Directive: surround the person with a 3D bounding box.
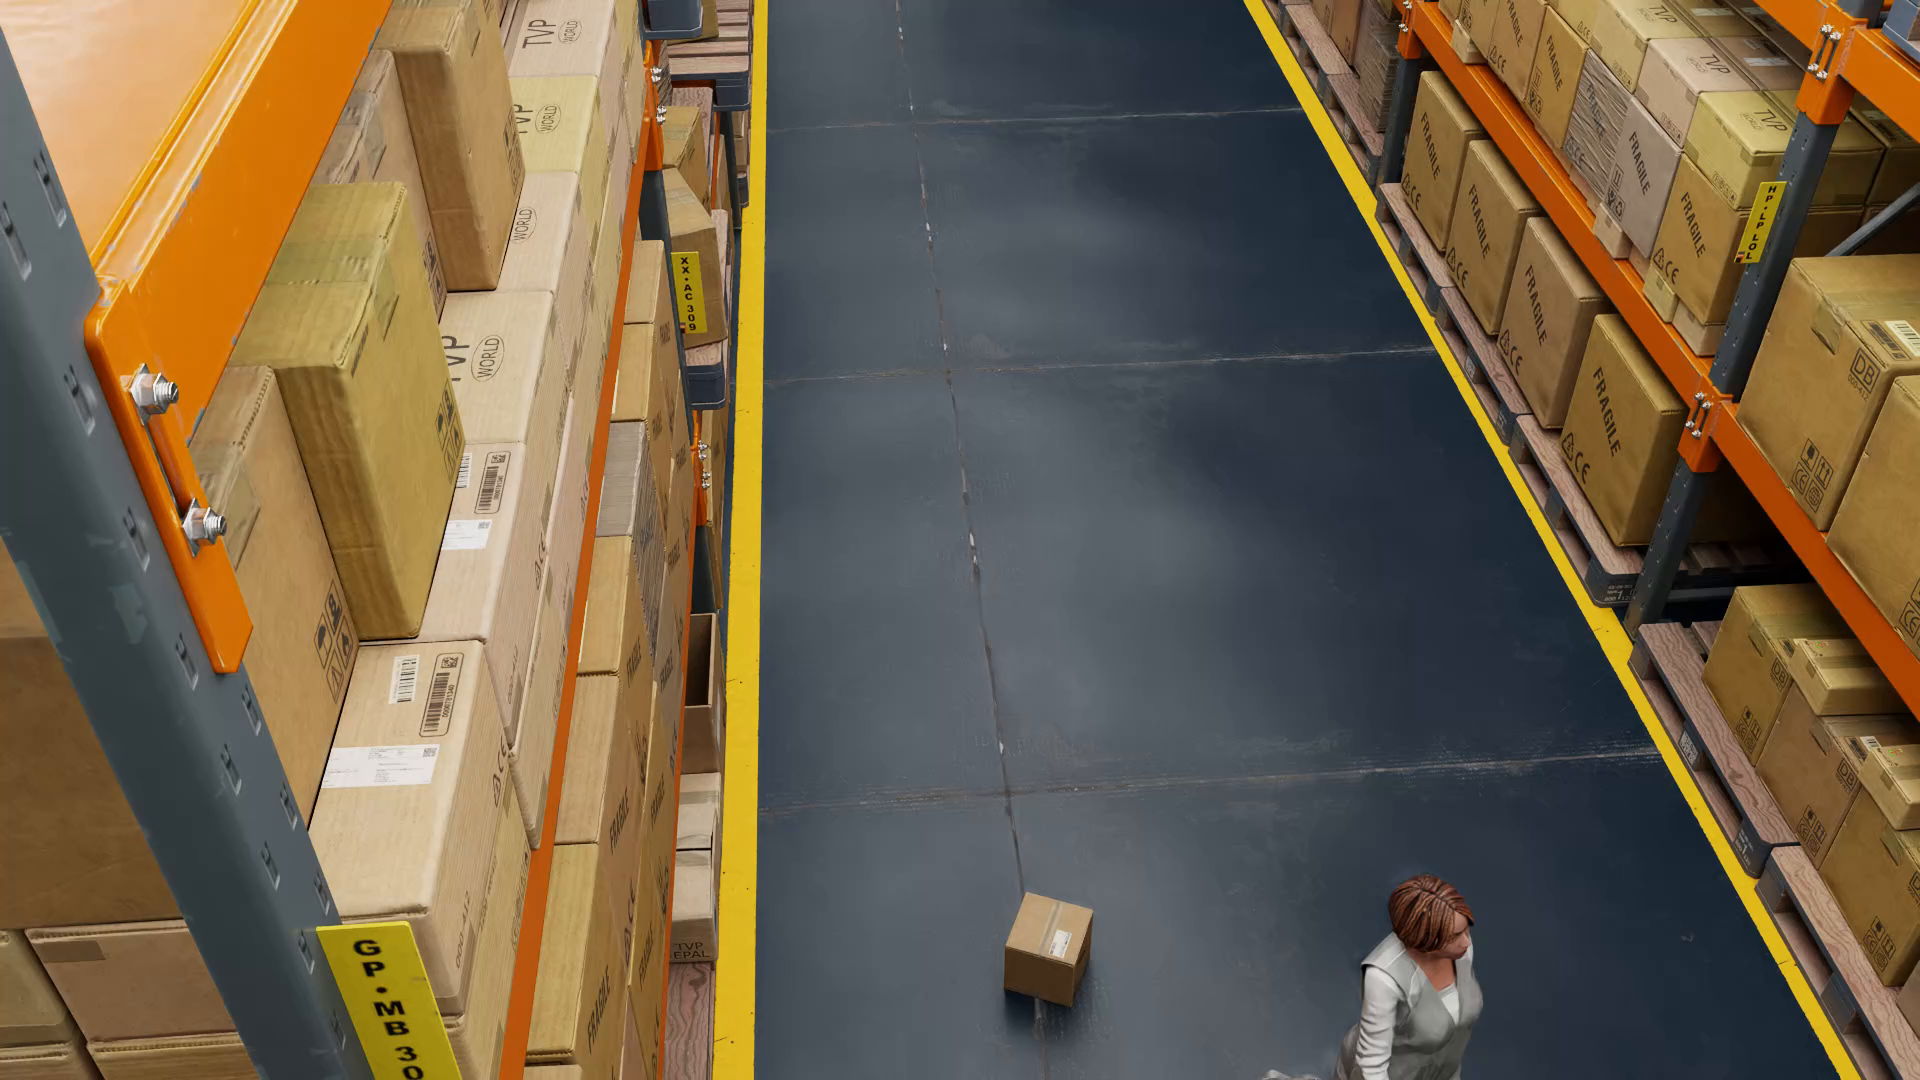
[{"bbox_3d":[1.257,1.521,4.741,0.410,1.539,0.939,-21,44,-23],"label":"person"}]
